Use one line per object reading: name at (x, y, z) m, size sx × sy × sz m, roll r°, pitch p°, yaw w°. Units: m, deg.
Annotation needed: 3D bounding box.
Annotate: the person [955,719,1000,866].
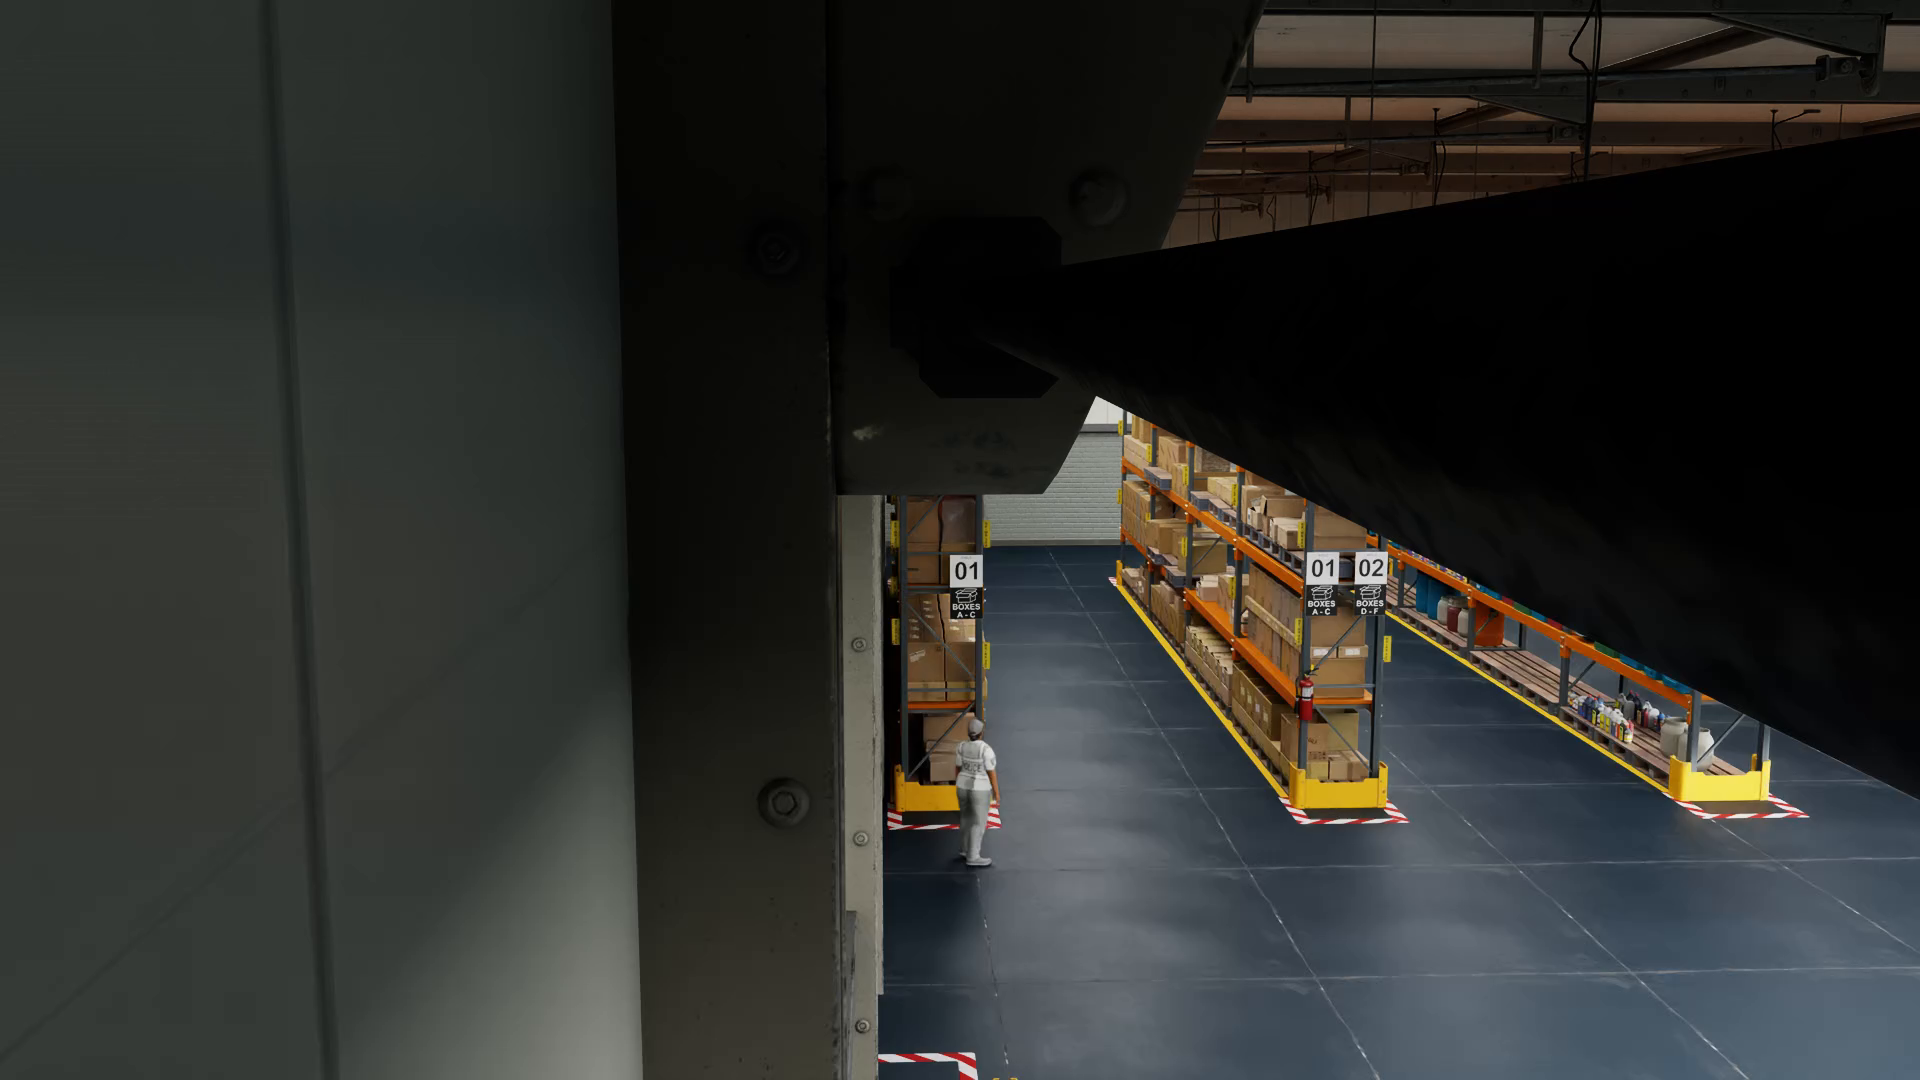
person at (0.184, 2.800, 18.598) m, size 0.590 × 1.673 × 0.490 m, roll 8°, pitch 11°, yaw 42°
